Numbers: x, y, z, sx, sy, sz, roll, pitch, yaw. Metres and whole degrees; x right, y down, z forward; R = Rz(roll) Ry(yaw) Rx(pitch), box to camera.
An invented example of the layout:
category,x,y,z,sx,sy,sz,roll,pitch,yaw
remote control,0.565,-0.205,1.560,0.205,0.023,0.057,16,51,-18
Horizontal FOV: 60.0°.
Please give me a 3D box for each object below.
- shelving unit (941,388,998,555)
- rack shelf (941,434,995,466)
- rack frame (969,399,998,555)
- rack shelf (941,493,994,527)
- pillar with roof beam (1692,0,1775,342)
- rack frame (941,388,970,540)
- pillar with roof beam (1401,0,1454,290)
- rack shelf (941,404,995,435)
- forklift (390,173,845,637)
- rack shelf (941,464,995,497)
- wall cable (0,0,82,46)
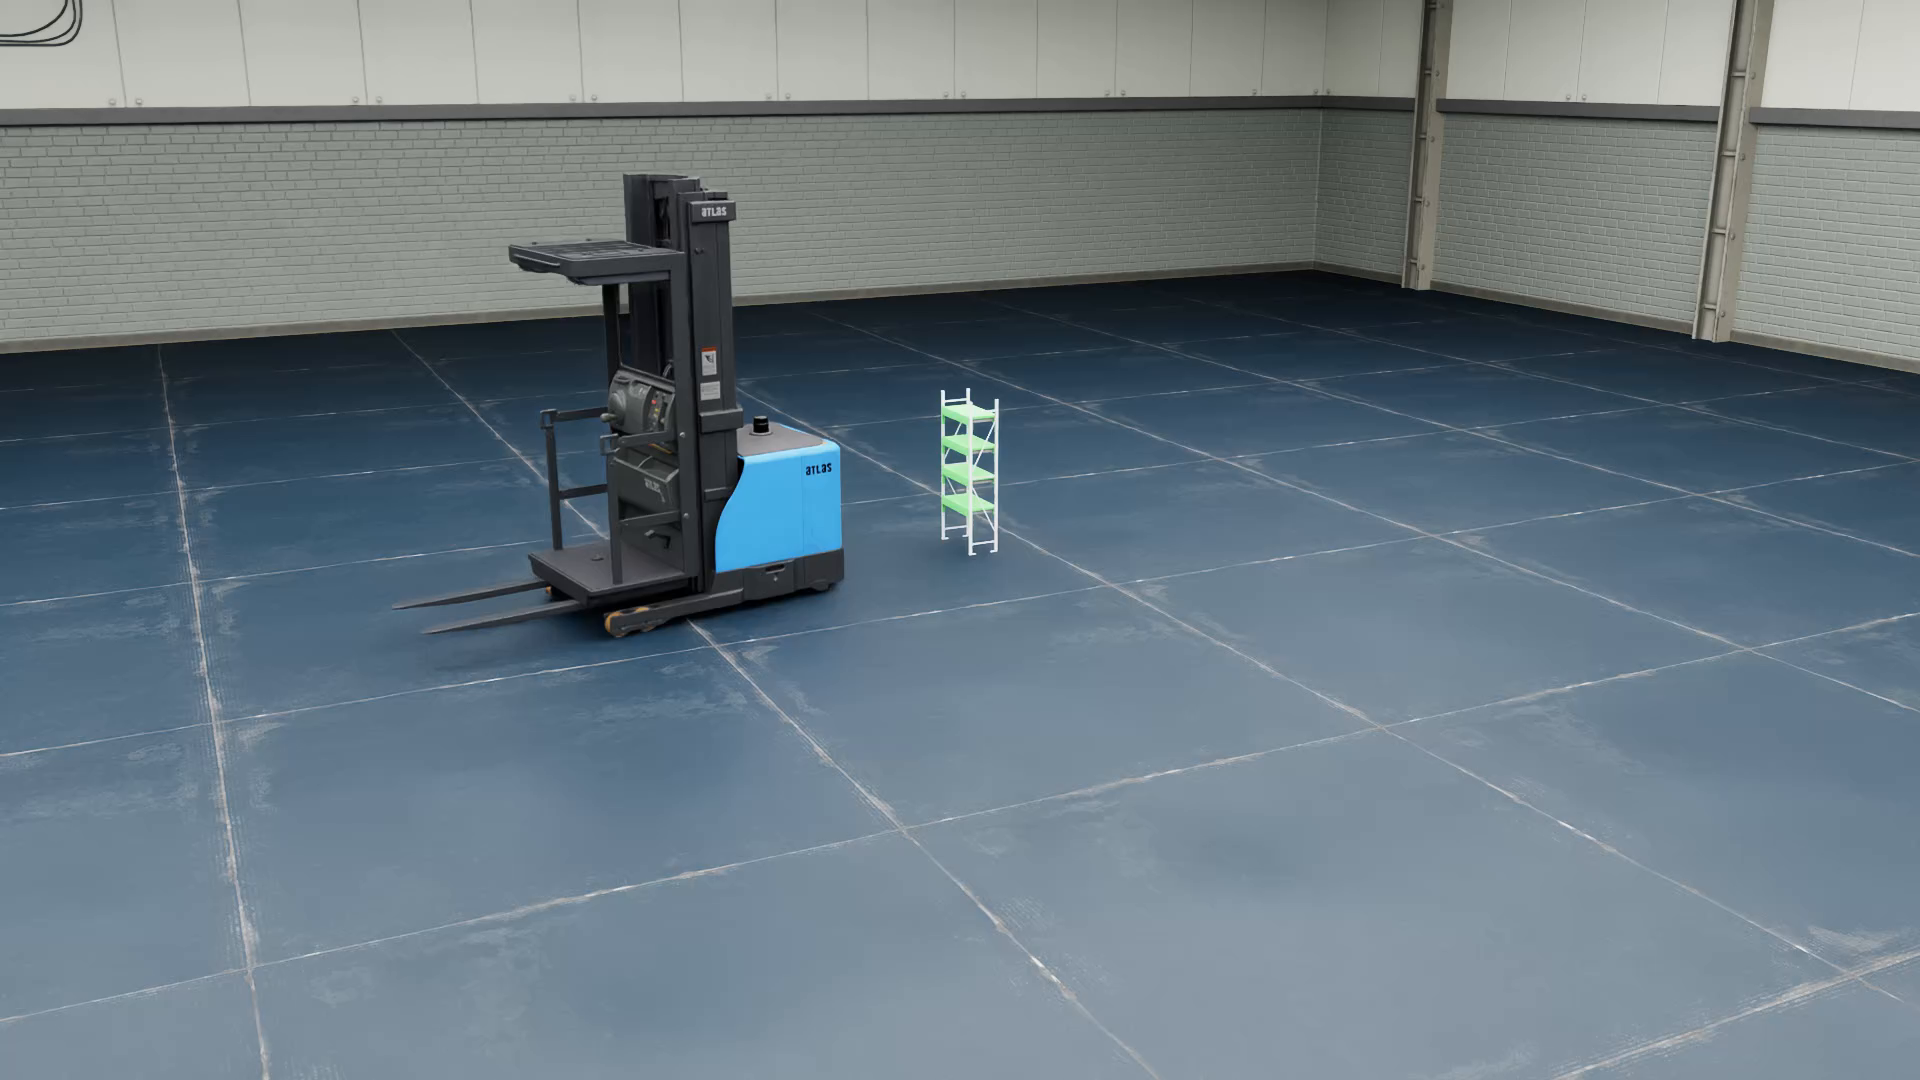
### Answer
category,x,y,z,sx,sy,sz,roll,pitch,yaw
shelving unit,0.073,-0.536,12.942,0.258,1.200,0.503,-8,18,-25
rack shelf,0.072,-0.705,12.894,0.258,0.148,0.480,-8,18,-25
rack frame,0.179,-0.475,12.731,0.240,1.200,0.015,-8,18,-25
rack shelf,0.073,-0.244,13.026,0.258,0.148,0.480,-8,18,-25
pillar with roof beam,6.448,-6.558,19.788,9.100,9.000,0.400,-8,18,-25
rack frame,-0.034,-0.596,13.153,0.240,1.200,0.015,-8,18,-25
pillar with roof beam,3.819,-8.045,24.972,9.100,9.000,0.400,-8,18,-25
rack shelf,0.072,-0.936,12.827,0.258,0.148,0.480,-8,18,-25
forklift,-2.328,-0.929,11.175,3.031,2.935,1.130,-11,20,-34
rack shelf,0.073,-0.474,12.960,0.258,0.148,0.480,-8,18,-25
wall cable,-12.188,-8.427,20.137,2.305,6.003,0.169,-8,18,-25
